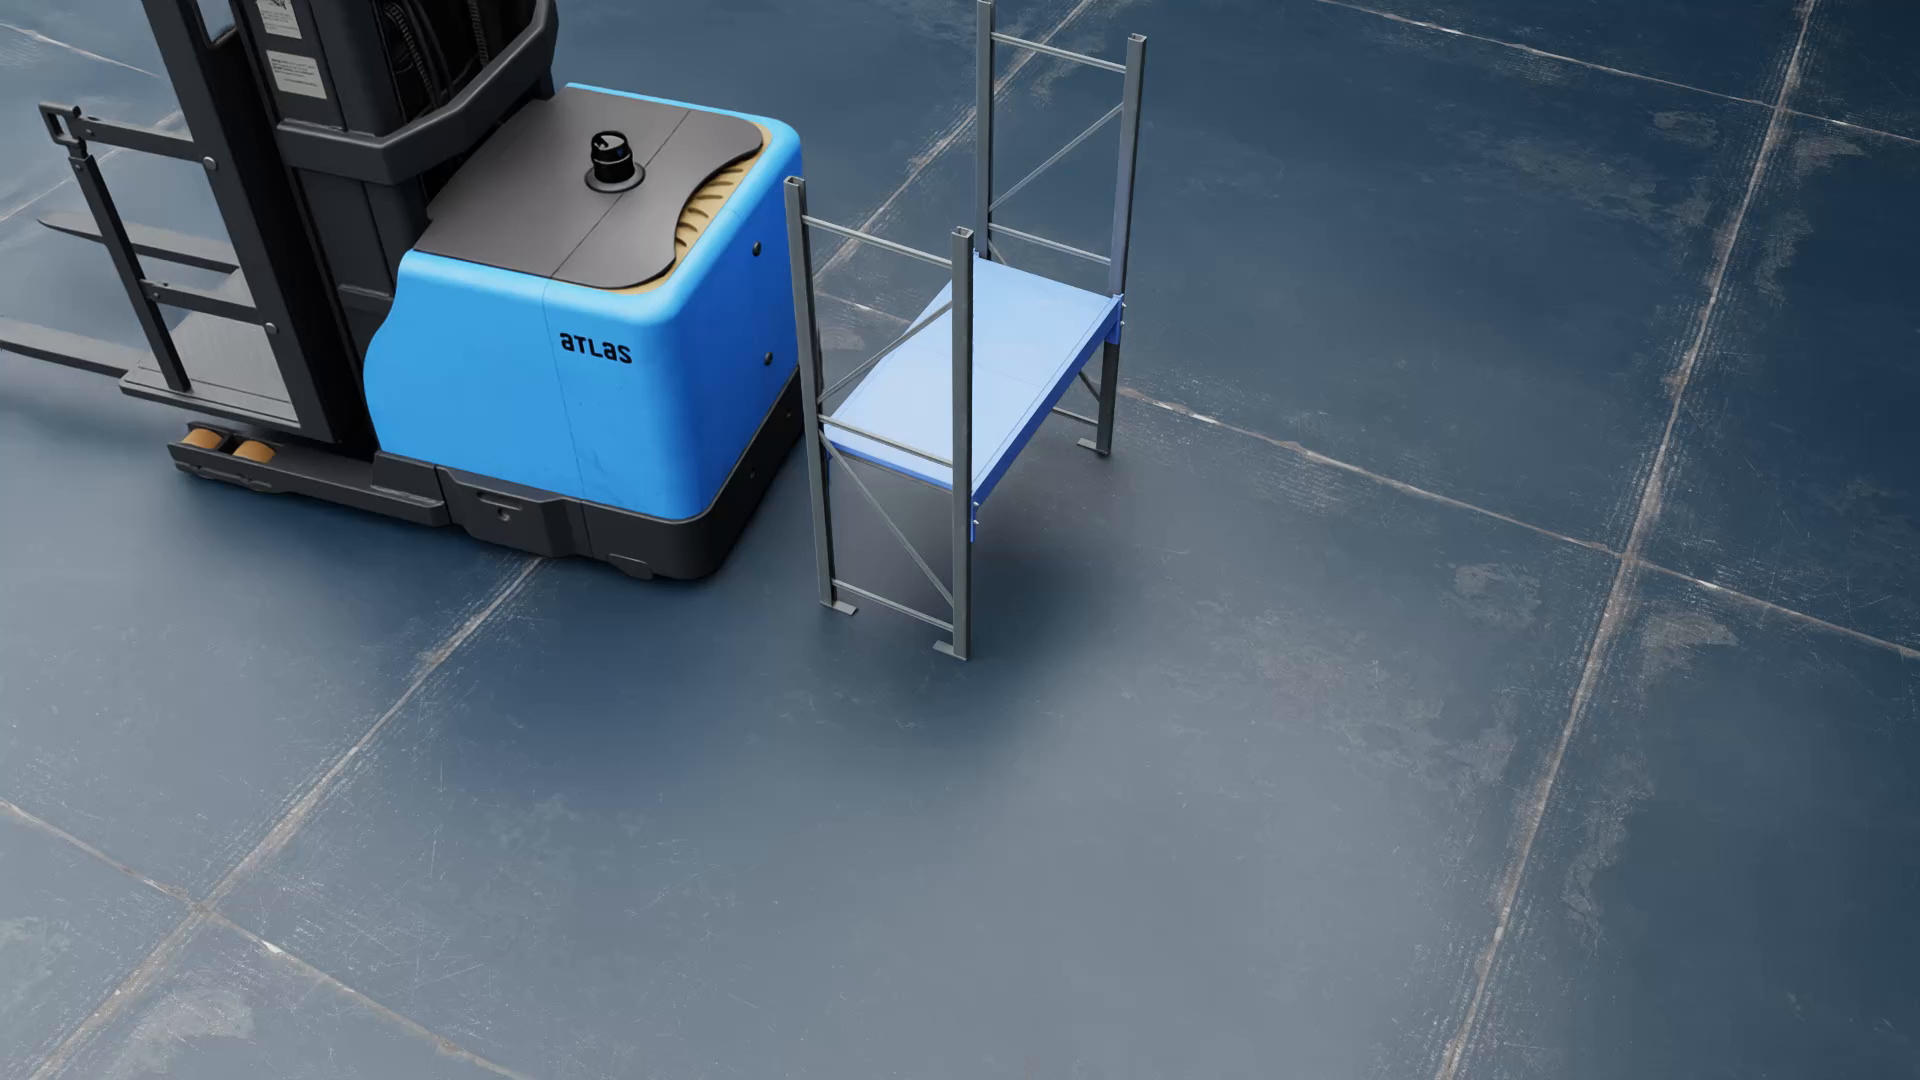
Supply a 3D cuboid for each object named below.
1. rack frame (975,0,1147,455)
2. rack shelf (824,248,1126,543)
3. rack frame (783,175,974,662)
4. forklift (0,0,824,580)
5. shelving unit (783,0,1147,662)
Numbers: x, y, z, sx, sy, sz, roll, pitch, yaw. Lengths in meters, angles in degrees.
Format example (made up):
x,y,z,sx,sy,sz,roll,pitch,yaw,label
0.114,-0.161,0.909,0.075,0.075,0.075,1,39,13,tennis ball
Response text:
x,y,z,sx,sy,sz,roll,pitch,yaw,label
0.276,-0.901,5.086,0.500,1.500,0.032,20,49,19,rack frame
0.040,-0.455,4.898,0.538,0.185,1.000,20,49,19,rack shelf
-0.196,-0.261,4.453,0.500,1.500,0.032,20,49,19,rack frame
-2.038,-1.530,4.702,3.031,2.935,1.130,13,47,13,forklift
0.040,-0.581,4.770,0.538,1.500,1.048,20,49,19,shelving unit
